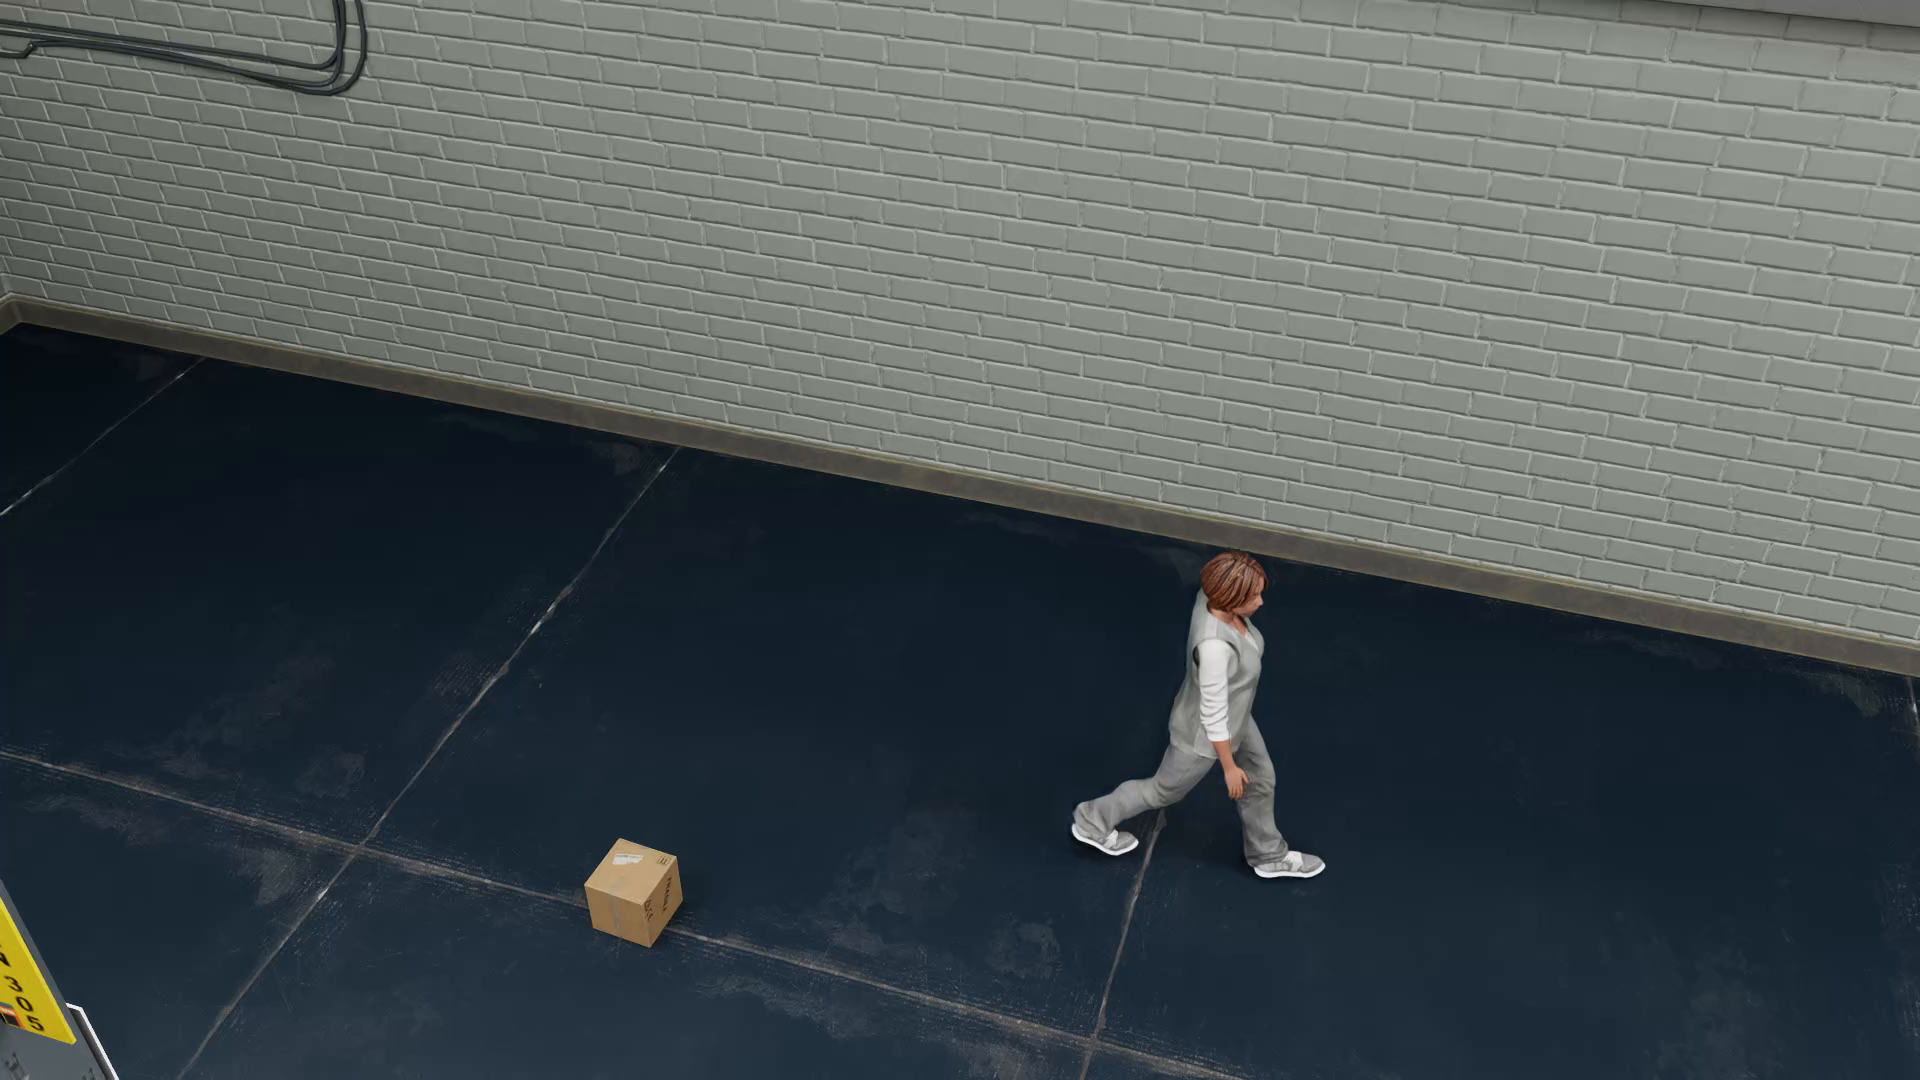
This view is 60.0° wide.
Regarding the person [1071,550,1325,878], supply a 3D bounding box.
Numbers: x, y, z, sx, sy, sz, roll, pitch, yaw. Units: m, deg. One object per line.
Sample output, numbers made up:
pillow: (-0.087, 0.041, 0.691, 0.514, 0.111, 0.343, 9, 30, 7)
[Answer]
person: (0.910, 0.677, 6.028, 0.974, 1.528, 0.458, 12, 39, 15)
